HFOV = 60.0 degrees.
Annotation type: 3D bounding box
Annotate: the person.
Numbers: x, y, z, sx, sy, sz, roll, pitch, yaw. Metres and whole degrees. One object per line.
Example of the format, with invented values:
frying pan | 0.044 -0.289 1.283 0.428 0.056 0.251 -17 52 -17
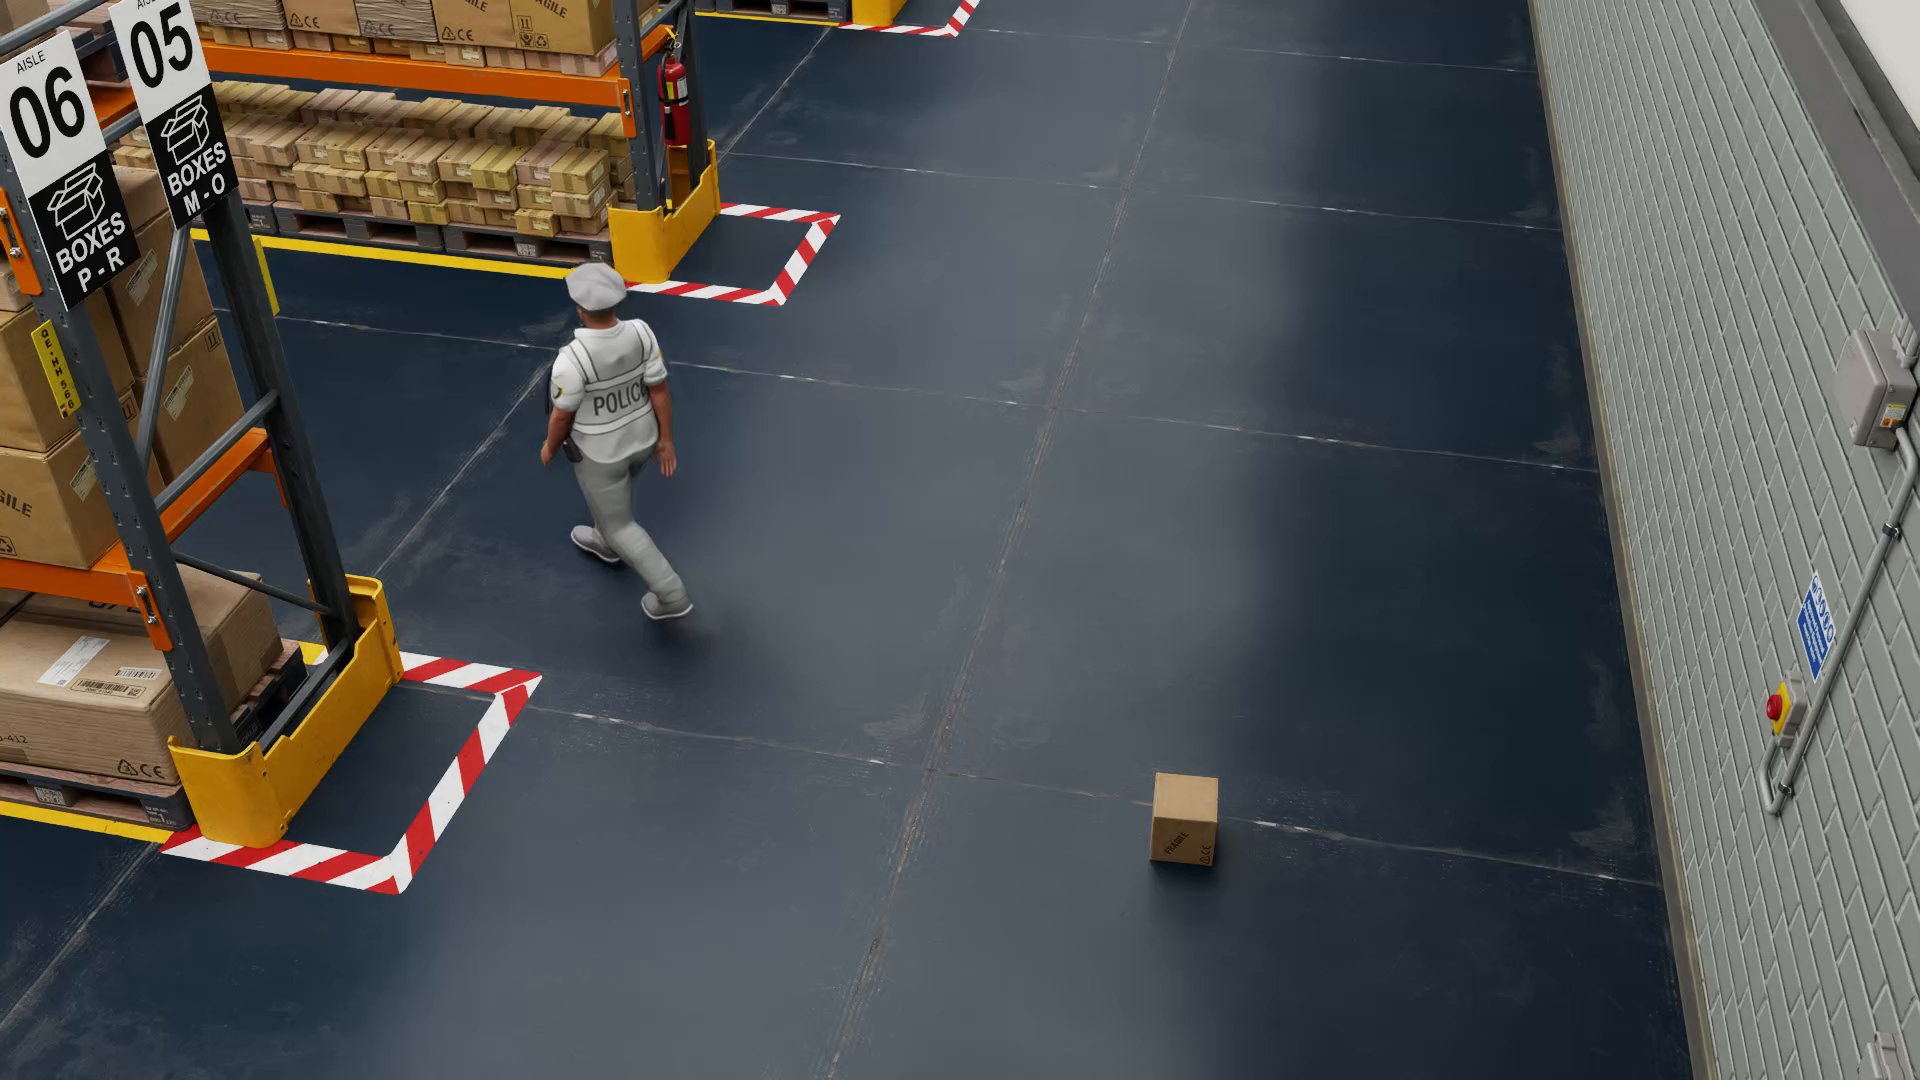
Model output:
person | -1.612 -0.471 7.577 1.016 1.727 0.529 25 43 30
